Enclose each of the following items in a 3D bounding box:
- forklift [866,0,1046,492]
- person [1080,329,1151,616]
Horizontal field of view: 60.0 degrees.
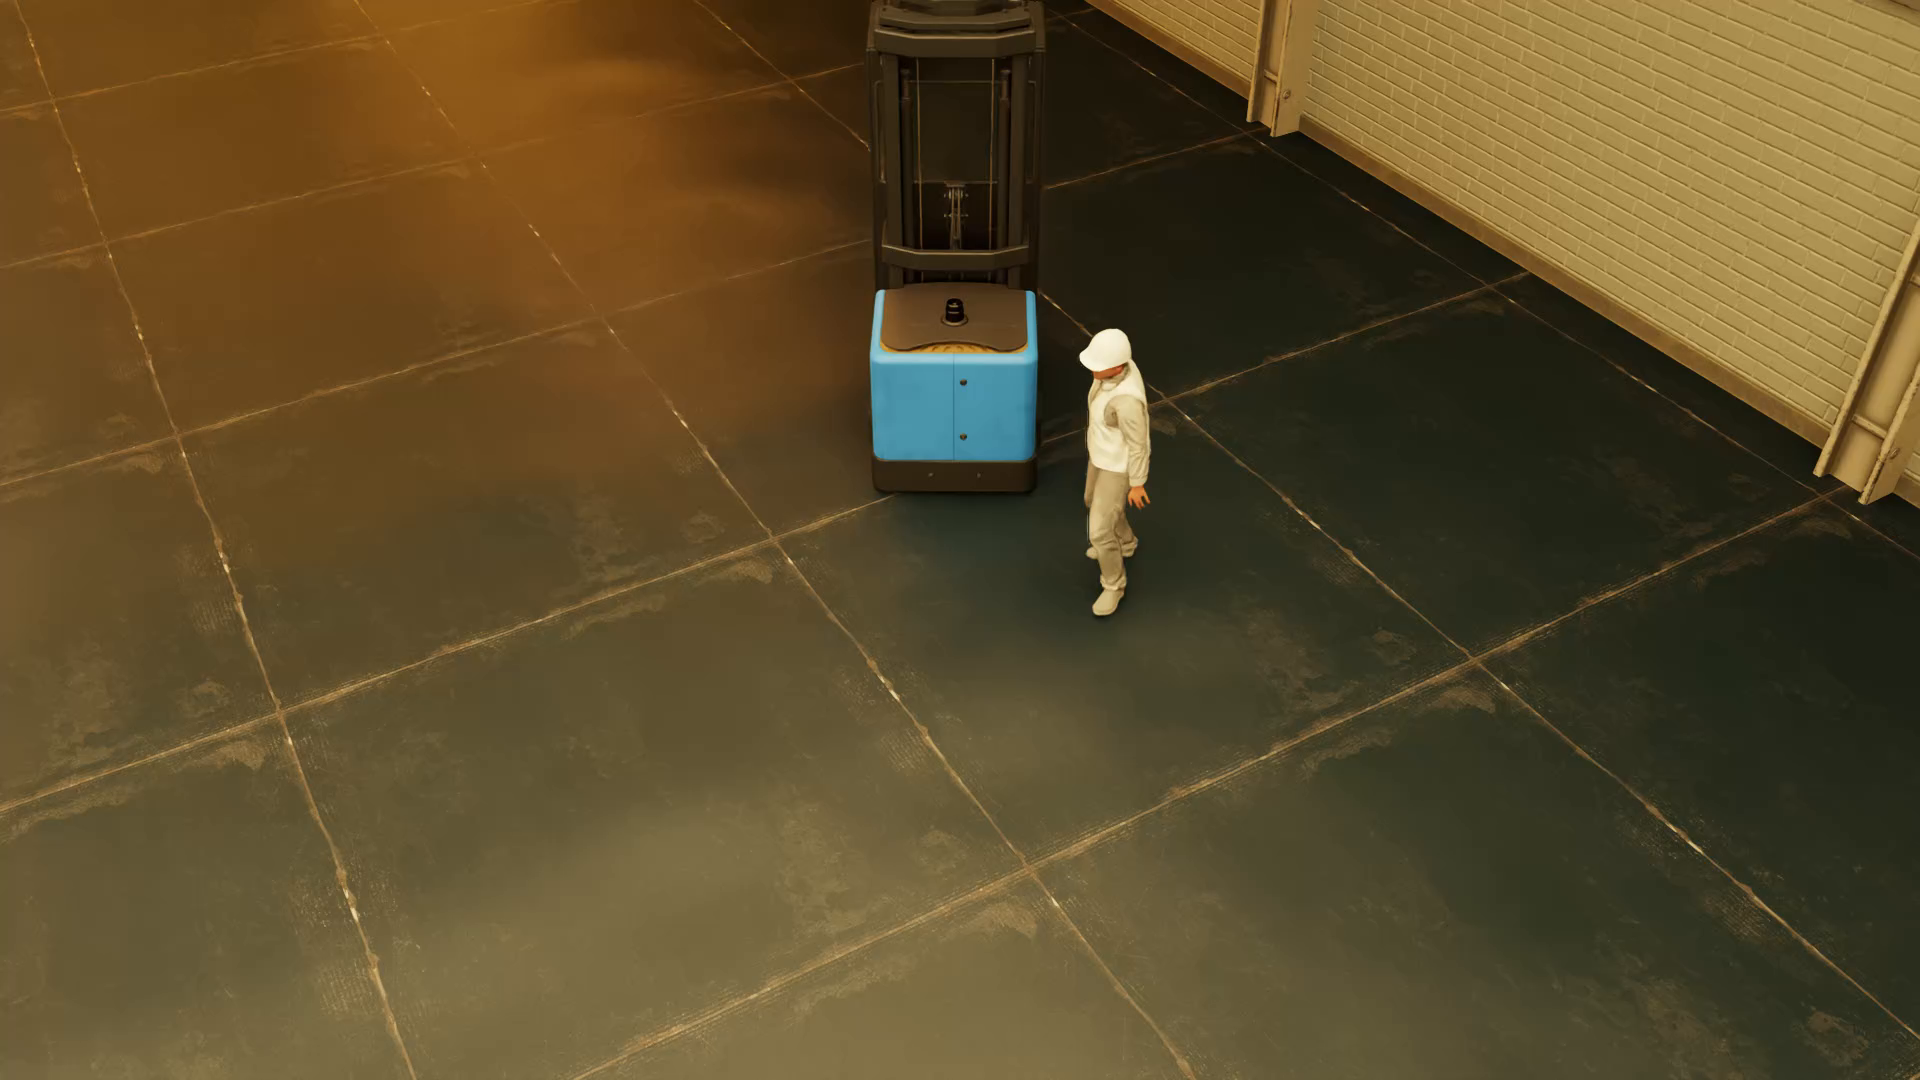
[{"bbox_3d":[-0.021,-2.347,10.866,1.130,2.935,3.031,0,40,0],"label":"forklift"},{"bbox_3d":[0.875,-0.477,9.559,0.464,1.745,0.856,-5,40,-6],"label":"person"}]
